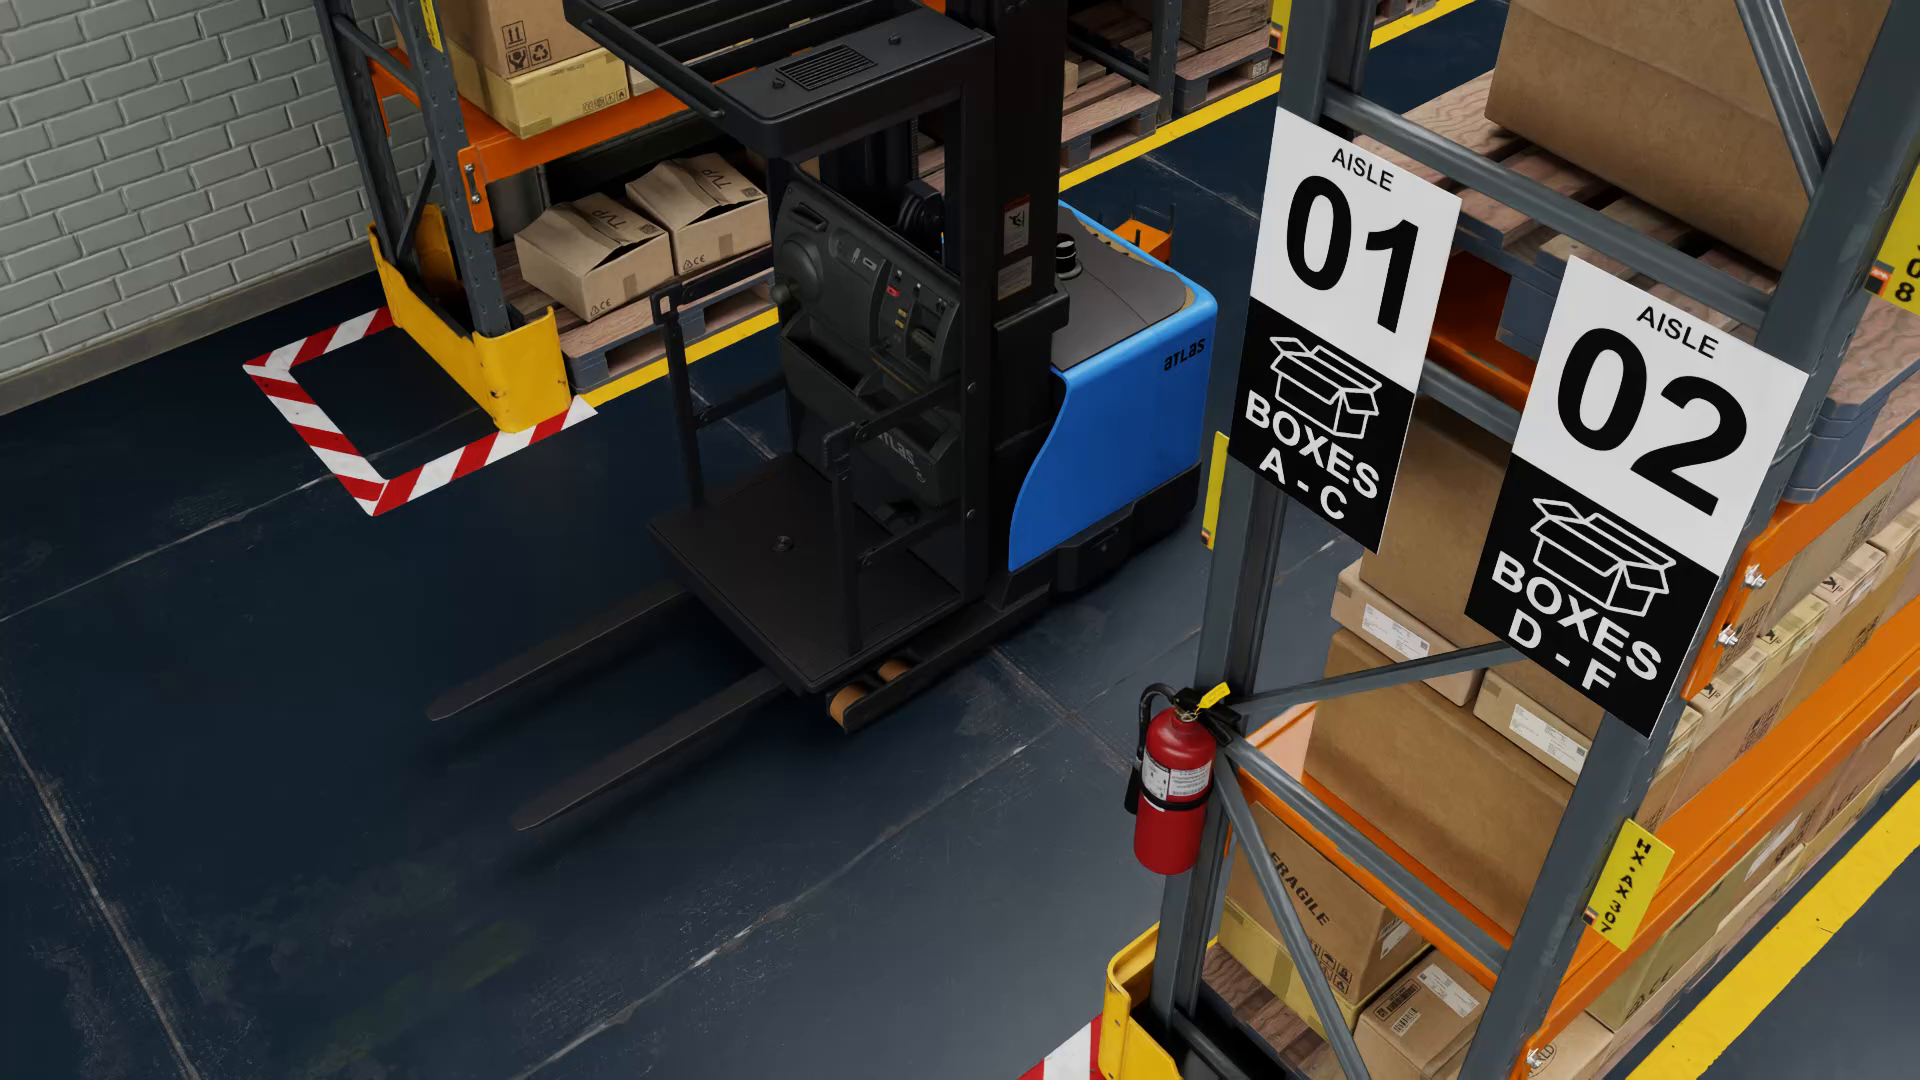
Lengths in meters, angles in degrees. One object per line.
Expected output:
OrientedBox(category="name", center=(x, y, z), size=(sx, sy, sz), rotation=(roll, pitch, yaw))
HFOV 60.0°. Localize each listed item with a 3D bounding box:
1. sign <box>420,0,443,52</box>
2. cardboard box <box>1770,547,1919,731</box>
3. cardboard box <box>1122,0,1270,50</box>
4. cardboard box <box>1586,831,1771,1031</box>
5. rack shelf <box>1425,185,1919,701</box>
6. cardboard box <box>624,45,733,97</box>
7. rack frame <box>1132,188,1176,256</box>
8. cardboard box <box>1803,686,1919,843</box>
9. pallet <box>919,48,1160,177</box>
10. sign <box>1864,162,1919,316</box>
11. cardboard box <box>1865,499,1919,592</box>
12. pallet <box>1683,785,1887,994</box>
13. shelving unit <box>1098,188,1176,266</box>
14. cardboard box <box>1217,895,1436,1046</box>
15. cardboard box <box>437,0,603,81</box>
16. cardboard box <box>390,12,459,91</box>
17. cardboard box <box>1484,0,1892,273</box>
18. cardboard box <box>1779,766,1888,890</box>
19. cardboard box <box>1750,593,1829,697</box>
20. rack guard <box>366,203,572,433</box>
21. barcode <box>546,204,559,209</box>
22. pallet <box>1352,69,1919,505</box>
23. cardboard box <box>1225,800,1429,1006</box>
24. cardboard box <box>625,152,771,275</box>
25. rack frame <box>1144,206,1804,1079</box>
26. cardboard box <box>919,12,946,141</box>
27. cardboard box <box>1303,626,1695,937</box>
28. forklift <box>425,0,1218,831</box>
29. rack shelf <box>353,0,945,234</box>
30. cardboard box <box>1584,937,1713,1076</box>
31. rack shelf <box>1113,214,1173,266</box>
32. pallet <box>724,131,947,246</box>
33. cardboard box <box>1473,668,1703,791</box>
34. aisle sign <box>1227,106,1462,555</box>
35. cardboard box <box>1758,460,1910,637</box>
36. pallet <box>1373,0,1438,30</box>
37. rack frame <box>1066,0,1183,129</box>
OrientedBox(category="sign", center=(-1.916, -1.919, 5.970), size=(0.005, 0.325, 0.100), rotation=(-30, 51, -28))
OrientedBox(category="cardboard box", center=(2.068, 0.028, 4.456), size=(0.500, 0.500, 0.700), rotation=(-29, 51, -28))
OrientedBox(category="cardboard box", center=(1.358, -3.227, 9.499), size=(0.500, 0.500, 0.700), rotation=(-28, 50, -27))
OrientedBox(category="cardboard box", center=(1.853, 0.947, 4.704), size=(0.500, 0.500, 0.500), rotation=(-30, 51, -28))
OrientedBox(category="rack shelf", center=(2.451, -0.999, 3.957), size=(4.000, 0.370, 1.077), rotation=(-30, 51, -28))
OrientedBox(category="cardboard box", center=(-1.297, -2.125, 6.916), size=(0.500, 0.250, 0.500), rotation=(-31, 52, -29))
OrientedBox(category="rack frame", center=(0.783, -1.001, 7.048), size=(0.200, 1.050, 0.008), rotation=(29, 51, 28))
OrientedBox(category="cardboard box", center=(2.623, 0.511, 5.169), size=(0.500, 0.500, 0.500), rotation=(-30, 51, -28))
OrientedBox(category="pallet", center=(0.312, -2.316, 9.061), size=(1.213, 0.211, 1.003), rotation=(-30, 51, -28))
OrientedBox(category="sign", center=(1.268, -0.436, 2.136), size=(0.005, 0.325, 0.100), rotation=(-30, 51, -28))
OrientedBox(category="cardboard box", center=(2.147, -0.076, 4.093), size=(0.250, 0.149, 0.380), rotation=(-32, 52, -29))
OrientedBox(category="pallet", center=(2.412, 0.836, 5.705), size=(1.213, 0.211, 1.003), rotation=(-30, 51, -28))
OrientedBox(category="shelving unit", center=(0.705, -0.936, 6.980), size=(0.215, 1.050, 0.252), rotation=(29, 51, 28))
OrientedBox(category="cardboard box", center=(1.139, 1.169, 5.016), size=(0.500, 0.250, 0.500), rotation=(-30, 51, -28))
OrientedBox(category="cardboard box", center=(-1.705, -2.167, 6.413), size=(0.500, 0.500, 0.500), rotation=(-30, 51, -28))
OrientedBox(category="cardboard box", center=(-2.030, -2.148, 6.941), size=(0.500, 0.250, 0.500), rotation=(-29, 50, -27))
OrientedBox(category="cardboard box", center=(1.360, -0.874, 2.814), size=(0.637, 0.503, 0.797), rotation=(-26, 49, -25))
OrientedBox(category="cardboard box", center=(2.623, 0.783, 5.427), size=(0.500, 0.250, 0.500), rotation=(-30, 51, -28))
OrientedBox(category="cardboard box", center=(1.749, 0.152, 3.850), size=(0.250, 0.149, 0.380), rotation=(-30, 51, -28))
OrientedBox(category="rack guard", center=(-2.206, -1.011, 7.461), size=(0.348, 0.500, 1.175), rotation=(-30, 51, -28))
OrientedBox(category="barcode", center=(-1.918, -1.547, 7.842), size=(0.075, 0.075, 0.001), rotation=(-30, 51, -28))
OrientedBox(category="pallet", center=(1.476, -0.647, 3.122), size=(1.213, 0.211, 1.003), rotation=(-30, 51, -28))
OrientedBox(category="cardboard box", center=(1.137, 0.895, 4.760), size=(0.500, 0.500, 0.500), rotation=(-30, 51, -28))
OrientedBox(category="cardboard box", center=(-1.238, -1.576, 7.880), size=(0.500, 0.311, 0.500), rotation=(-26, 49, -25))
OrientedBox(category="rack frame", center=(0.917, 0.711, 3.802), size=(0.127, 3.000, 1.000), rotation=(-30, 51, -28))
OrientedBox(category="cardboard box", center=(0.034, -2.418, 8.638), size=(0.500, 0.500, 0.500), rotation=(-34, 53, -31))
OrientedBox(category="cardboard box", center=(1.283, 0.476, 3.979), size=(0.500, 0.500, 0.700), rotation=(-30, 51, -28))
OrientedBox(category="forklift", center=(-0.486, -0.794, 5.454), size=(3.031, 2.935, 1.130), rotation=(-30, 51, -28))
OrientedBox(category="rack shelf", center=(-0.730, -2.505, 7.752), size=(4.000, 0.370, 1.077), rotation=(-30, 51, -28))
OrientedBox(category="cardboard box", center=(1.852, 1.220, 4.962), size=(0.500, 0.250, 0.500), rotation=(-30, 51, -28))
OrientedBox(category="rack shelf", center=(0.705, -1.135, 6.793), size=(0.215, 0.259, 0.240), rotation=(29, 51, 28))
OrientedBox(category="pallet", center=(-0.625, -1.777, 8.488), size=(1.213, 0.211, 1.003), rotation=(-30, 51, -28))
OrientedBox(category="cardboard box", center=(1.356, 0.379, 3.609), size=(0.250, 0.149, 0.380), rotation=(-30, 51, -28))
OrientedBox(category="aisle sign", center=(0.678, -0.362, 3.046), size=(0.004, 0.787, 0.394), rotation=(-30, 51, -28))
OrientedBox(category="cardboard box", center=(1.724, -0.254, 3.809), size=(0.500, 0.500, 0.700), rotation=(-31, 51, -29))
OrientedBox(category="pallet", center=(2.337, -3.511, 10.334), size=(1.213, 0.211, 1.003), rotation=(-30, 51, -28))
OrientedBox(category="rack frame", center=(0.804, -3.646, 8.441), size=(0.127, 3.000, 1.000), rotation=(-30, 51, -28))
